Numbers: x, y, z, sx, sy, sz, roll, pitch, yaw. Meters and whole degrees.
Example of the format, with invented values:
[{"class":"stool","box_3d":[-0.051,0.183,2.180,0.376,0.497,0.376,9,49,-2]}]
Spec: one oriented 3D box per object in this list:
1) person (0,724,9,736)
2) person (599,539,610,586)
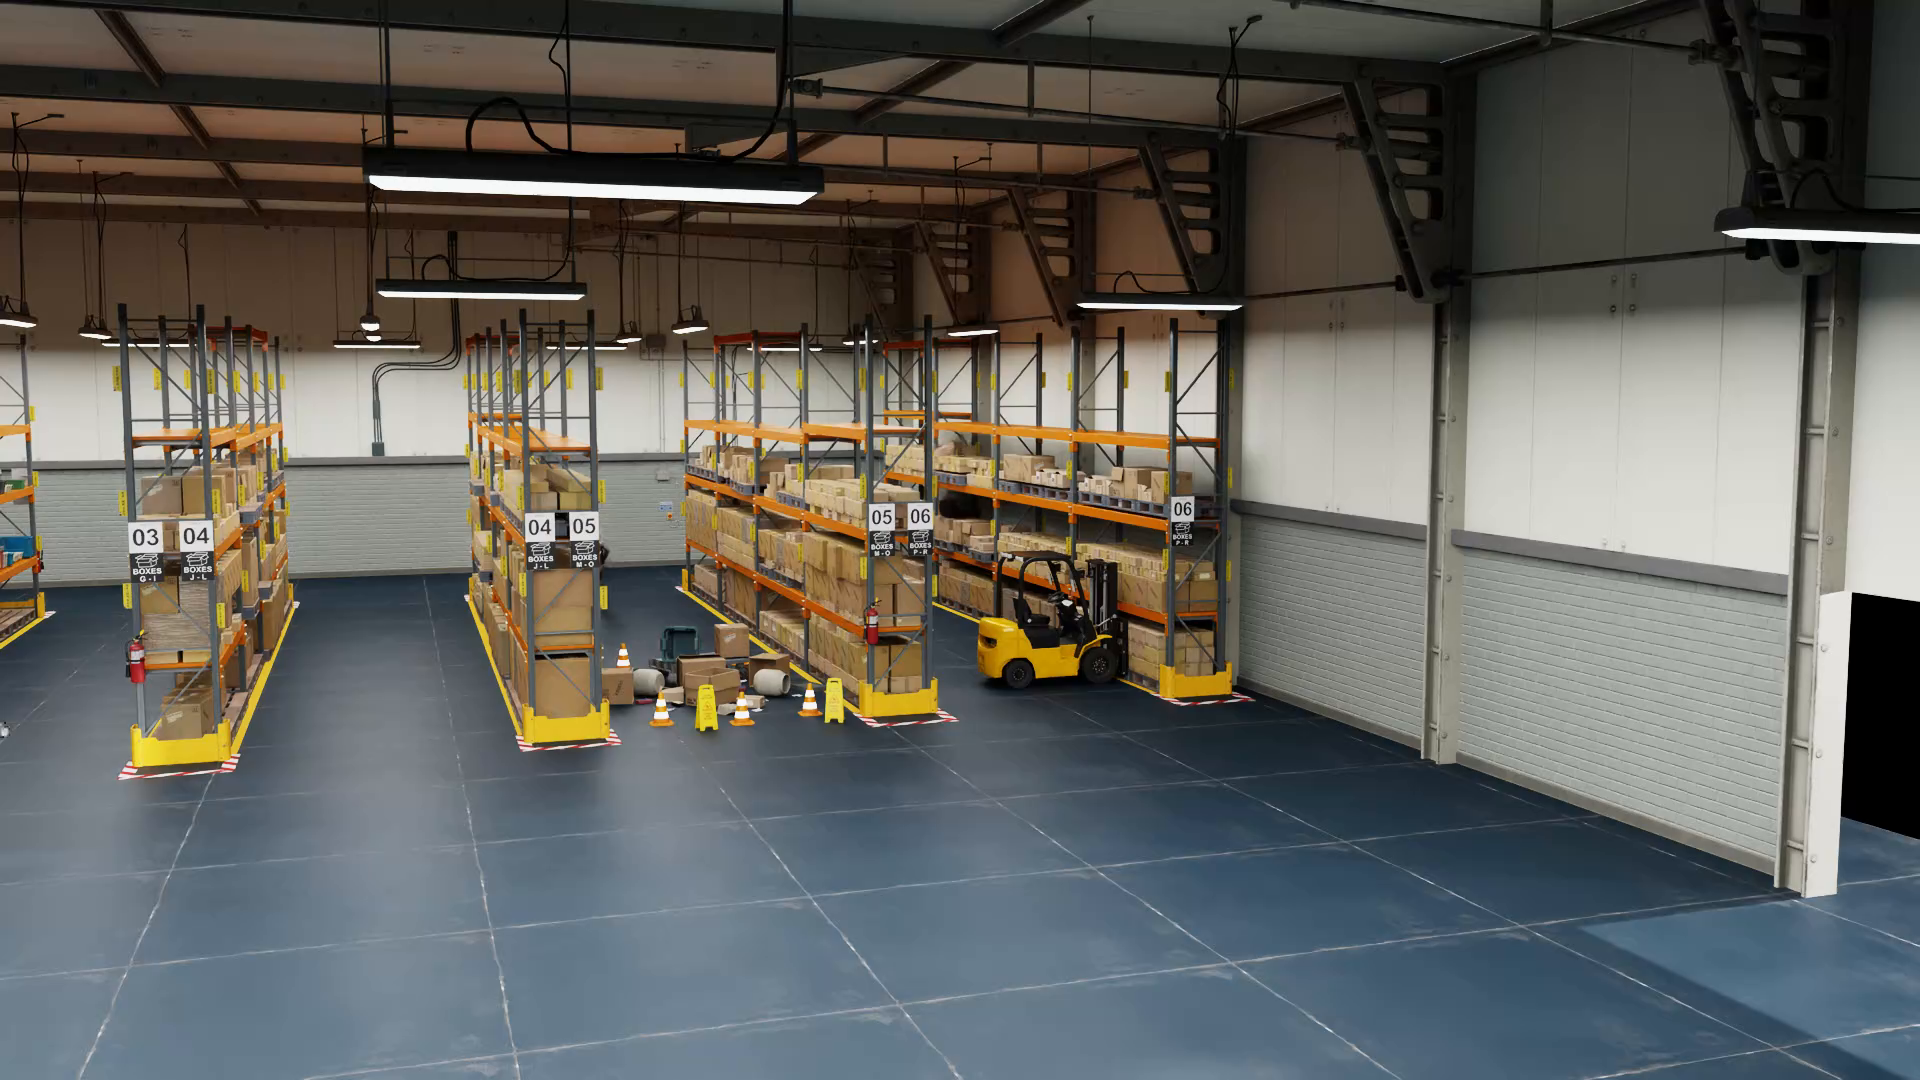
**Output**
[{"class":"person","box_3d":[-11.096,2.400,18.461,0.921,1.769,0.662,1,5,6]},{"class":"person","box_3d":[-8.208,0.620,37.318,0.634,1.767,0.757,-2,6,-22]}]
